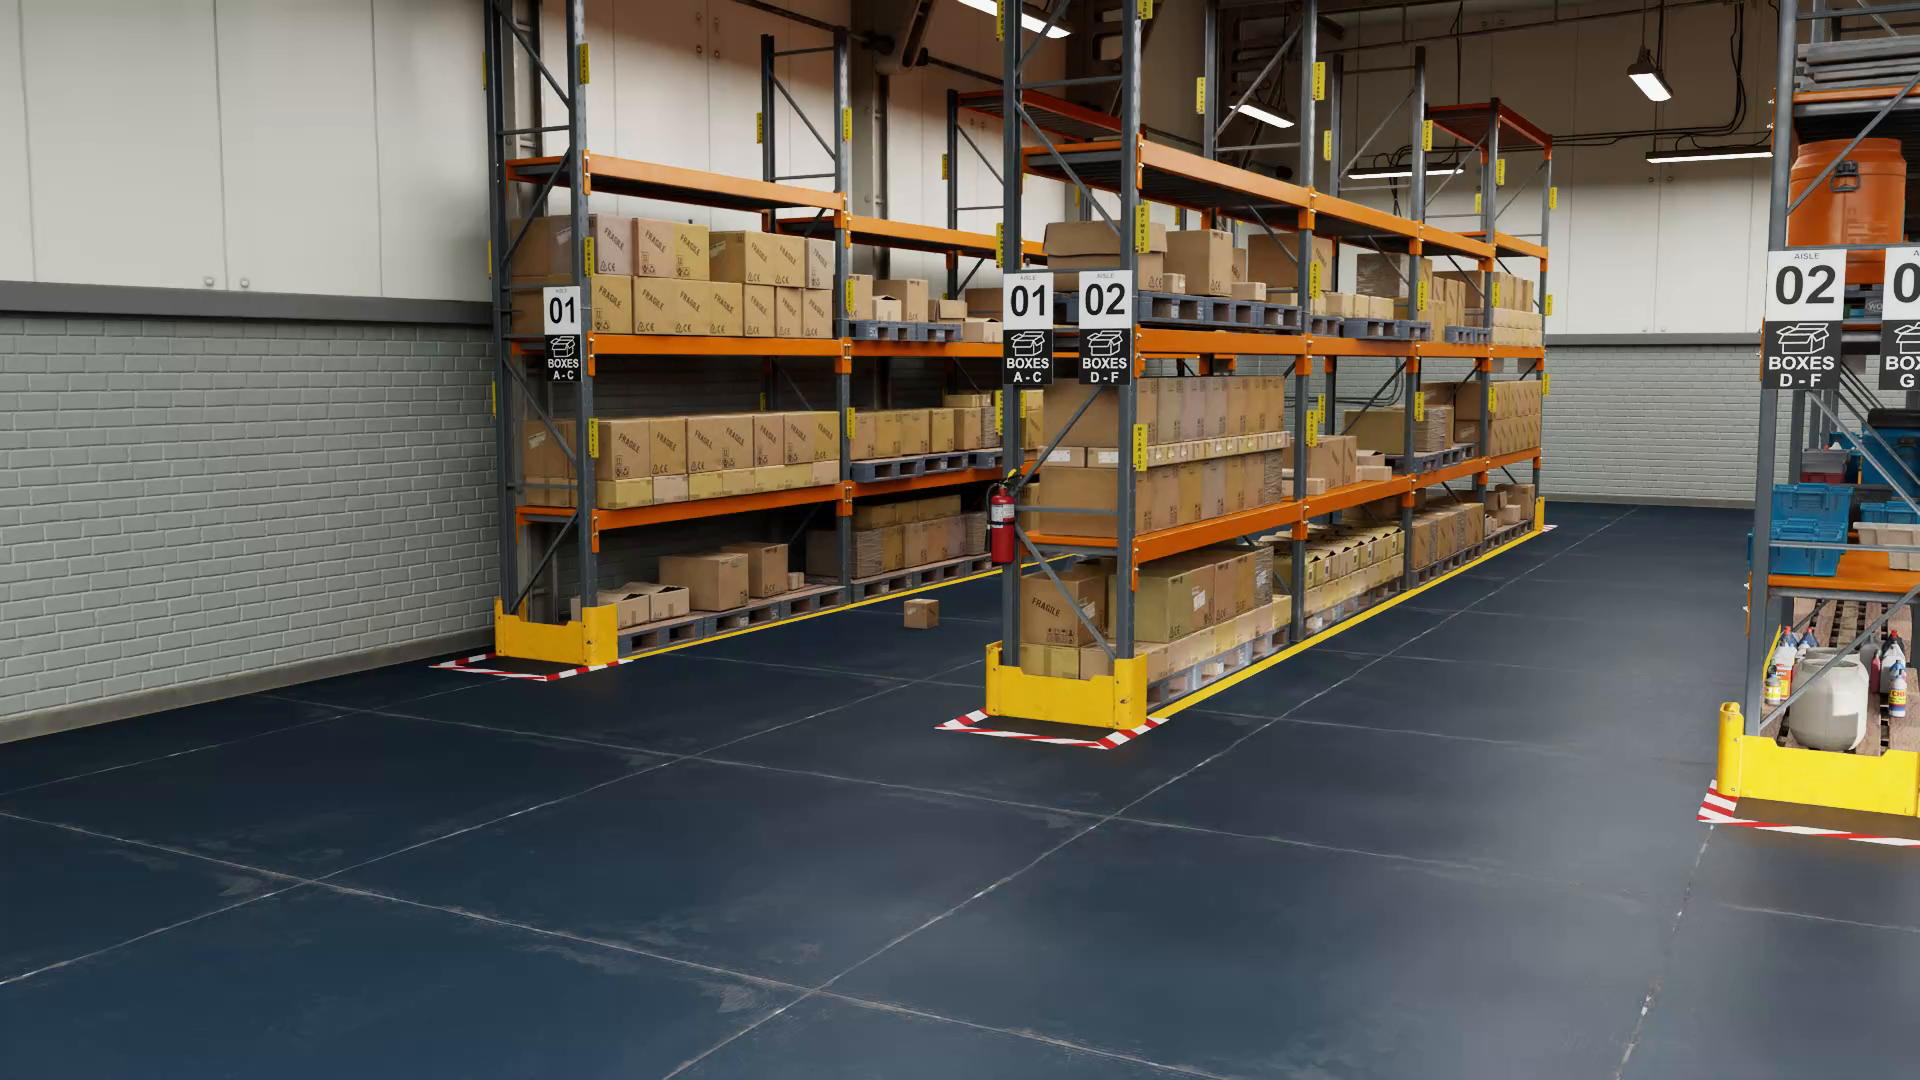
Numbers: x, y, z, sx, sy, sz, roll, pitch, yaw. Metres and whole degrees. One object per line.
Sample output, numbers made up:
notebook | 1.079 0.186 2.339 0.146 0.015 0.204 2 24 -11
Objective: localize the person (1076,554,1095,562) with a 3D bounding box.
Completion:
person | 1.510 -0.412 20.082 0.486 1.648 0.547 3 7 27
